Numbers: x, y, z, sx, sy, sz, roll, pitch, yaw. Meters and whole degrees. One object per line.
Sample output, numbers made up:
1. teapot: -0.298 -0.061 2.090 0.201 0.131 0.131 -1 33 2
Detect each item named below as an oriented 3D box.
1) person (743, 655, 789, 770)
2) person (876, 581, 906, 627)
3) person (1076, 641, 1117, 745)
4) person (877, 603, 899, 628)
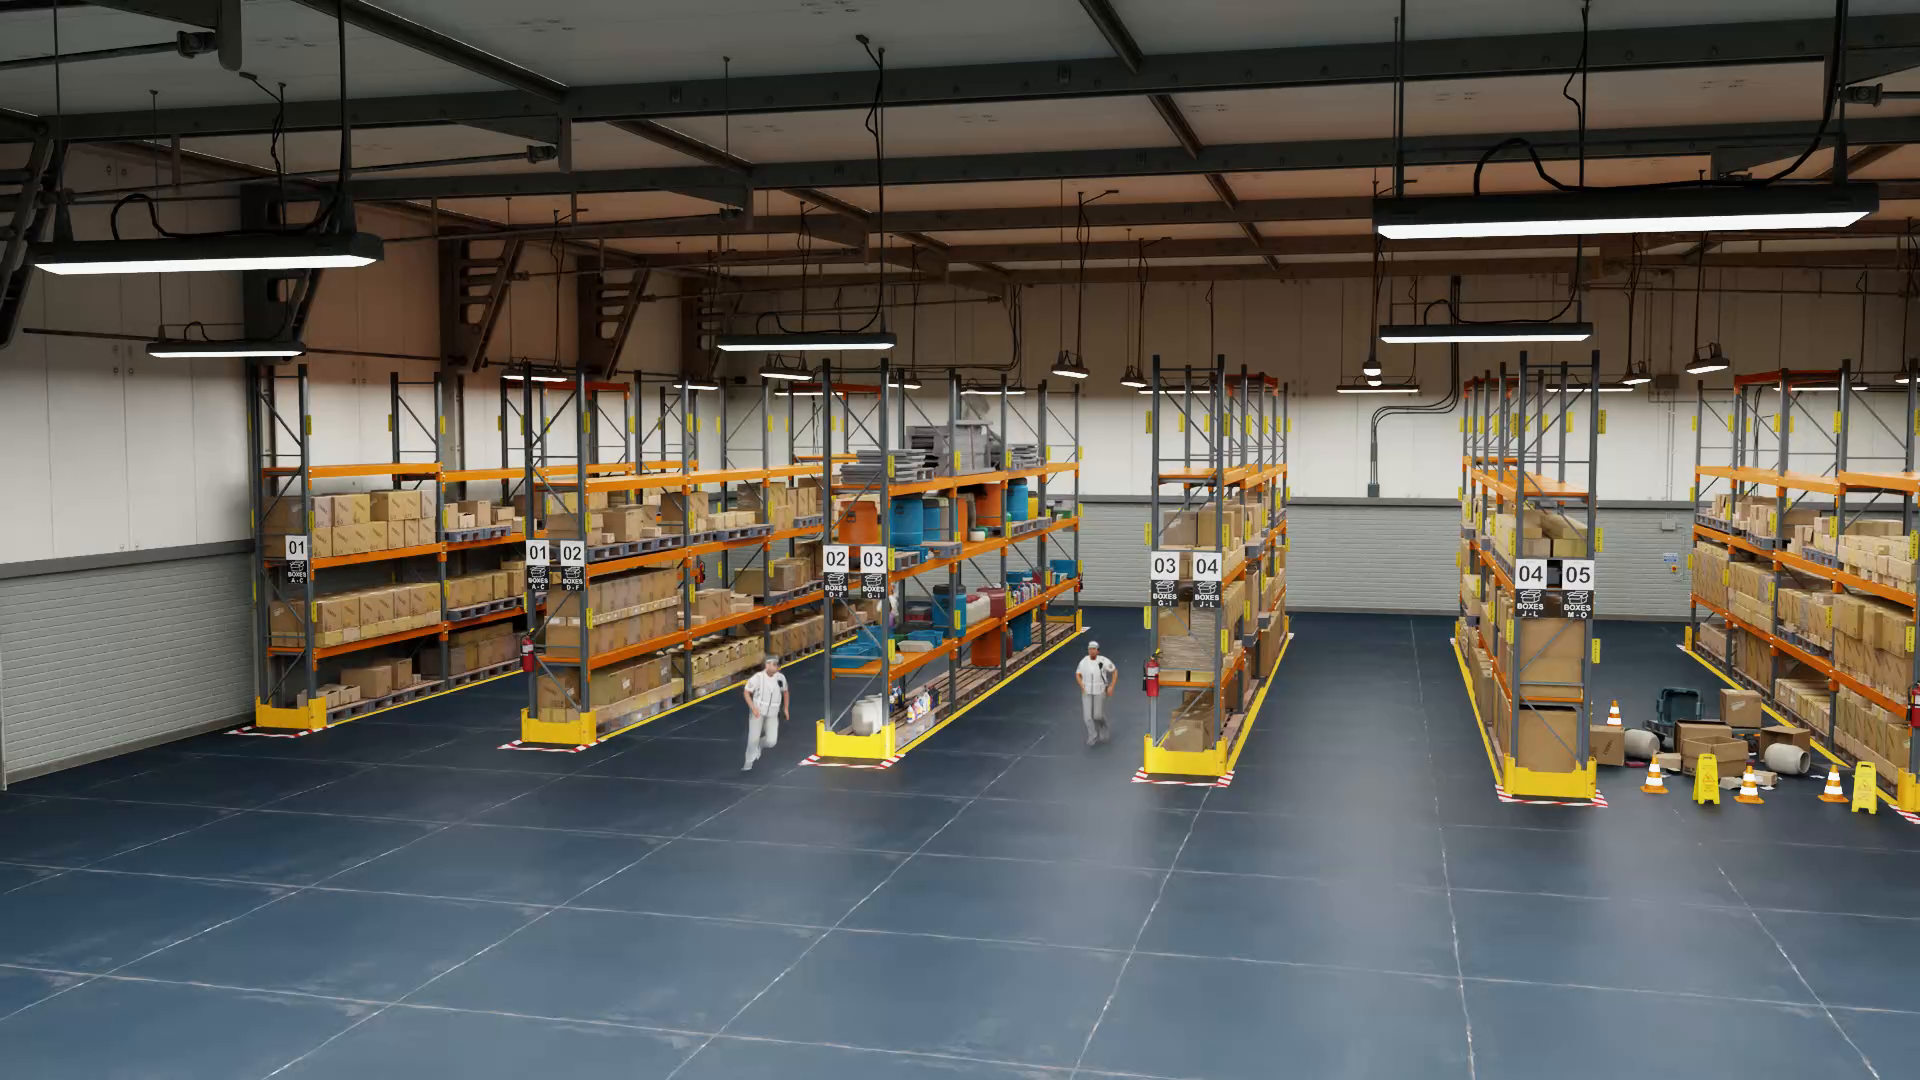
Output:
1. person: -2.821 2.493 24.273 0.735 1.662 0.563 -2 4 -22
2. person: -1.476 1.696 35.592 0.625 1.664 0.848 0 4 -2
3. person: 2.112 2.398 26.014 0.639 1.626 0.553 1 4 16
4. person: -1.404 1.989 32.530 0.545 1.564 0.490 1 4 20
